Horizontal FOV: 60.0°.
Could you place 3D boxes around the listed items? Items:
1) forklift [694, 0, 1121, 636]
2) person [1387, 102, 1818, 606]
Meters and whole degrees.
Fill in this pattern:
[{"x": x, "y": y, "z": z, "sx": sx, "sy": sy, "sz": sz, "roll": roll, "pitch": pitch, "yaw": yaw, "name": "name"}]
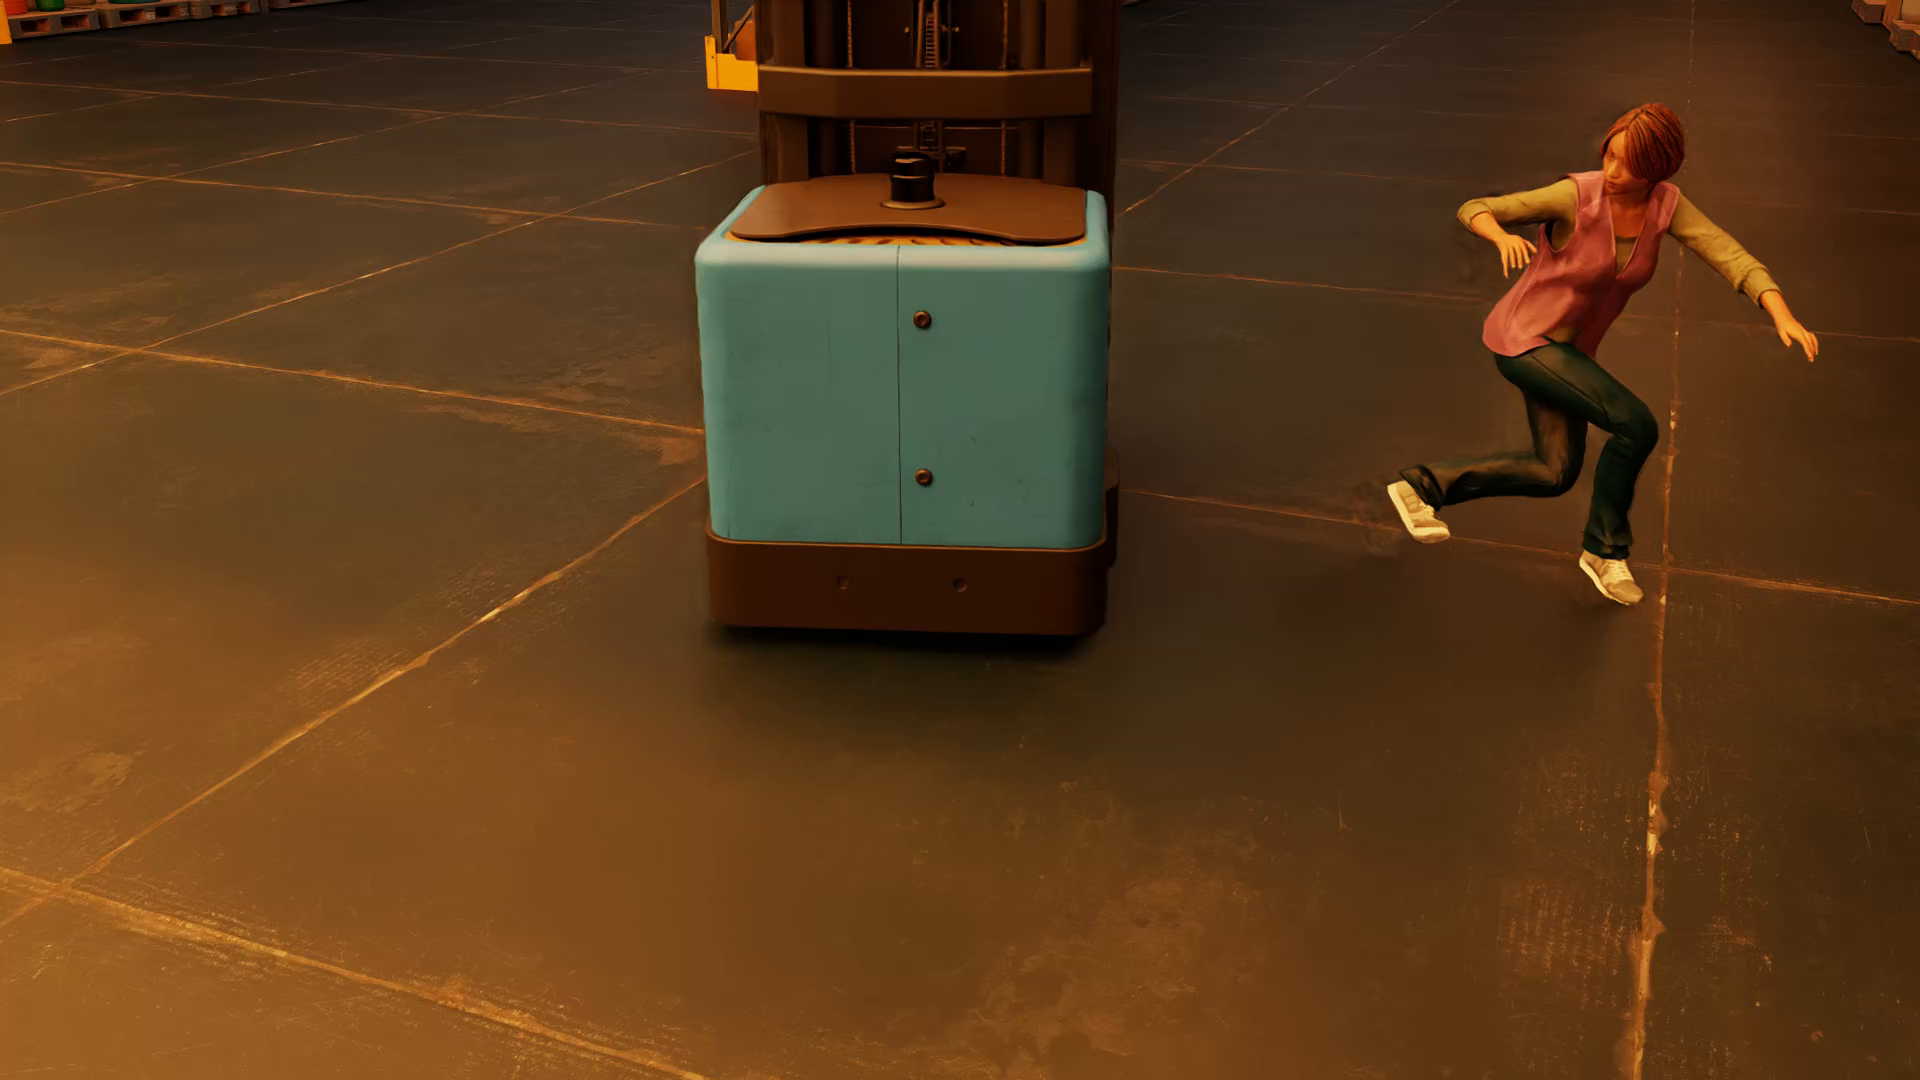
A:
[{"x": -0.051, "y": -1.630, "z": 5.192, "sx": 1.130, "sy": 2.935, "sz": 3.031, "roll": 1, "pitch": 23, "yaw": 3, "name": "forklift"}, {"x": 1.684, "y": -0.457, "z": 4.474, "sx": 0.727, "sy": 1.366, "sz": 1.037, "roll": -17, "pitch": 28, "yaw": -35, "name": "person"}]
